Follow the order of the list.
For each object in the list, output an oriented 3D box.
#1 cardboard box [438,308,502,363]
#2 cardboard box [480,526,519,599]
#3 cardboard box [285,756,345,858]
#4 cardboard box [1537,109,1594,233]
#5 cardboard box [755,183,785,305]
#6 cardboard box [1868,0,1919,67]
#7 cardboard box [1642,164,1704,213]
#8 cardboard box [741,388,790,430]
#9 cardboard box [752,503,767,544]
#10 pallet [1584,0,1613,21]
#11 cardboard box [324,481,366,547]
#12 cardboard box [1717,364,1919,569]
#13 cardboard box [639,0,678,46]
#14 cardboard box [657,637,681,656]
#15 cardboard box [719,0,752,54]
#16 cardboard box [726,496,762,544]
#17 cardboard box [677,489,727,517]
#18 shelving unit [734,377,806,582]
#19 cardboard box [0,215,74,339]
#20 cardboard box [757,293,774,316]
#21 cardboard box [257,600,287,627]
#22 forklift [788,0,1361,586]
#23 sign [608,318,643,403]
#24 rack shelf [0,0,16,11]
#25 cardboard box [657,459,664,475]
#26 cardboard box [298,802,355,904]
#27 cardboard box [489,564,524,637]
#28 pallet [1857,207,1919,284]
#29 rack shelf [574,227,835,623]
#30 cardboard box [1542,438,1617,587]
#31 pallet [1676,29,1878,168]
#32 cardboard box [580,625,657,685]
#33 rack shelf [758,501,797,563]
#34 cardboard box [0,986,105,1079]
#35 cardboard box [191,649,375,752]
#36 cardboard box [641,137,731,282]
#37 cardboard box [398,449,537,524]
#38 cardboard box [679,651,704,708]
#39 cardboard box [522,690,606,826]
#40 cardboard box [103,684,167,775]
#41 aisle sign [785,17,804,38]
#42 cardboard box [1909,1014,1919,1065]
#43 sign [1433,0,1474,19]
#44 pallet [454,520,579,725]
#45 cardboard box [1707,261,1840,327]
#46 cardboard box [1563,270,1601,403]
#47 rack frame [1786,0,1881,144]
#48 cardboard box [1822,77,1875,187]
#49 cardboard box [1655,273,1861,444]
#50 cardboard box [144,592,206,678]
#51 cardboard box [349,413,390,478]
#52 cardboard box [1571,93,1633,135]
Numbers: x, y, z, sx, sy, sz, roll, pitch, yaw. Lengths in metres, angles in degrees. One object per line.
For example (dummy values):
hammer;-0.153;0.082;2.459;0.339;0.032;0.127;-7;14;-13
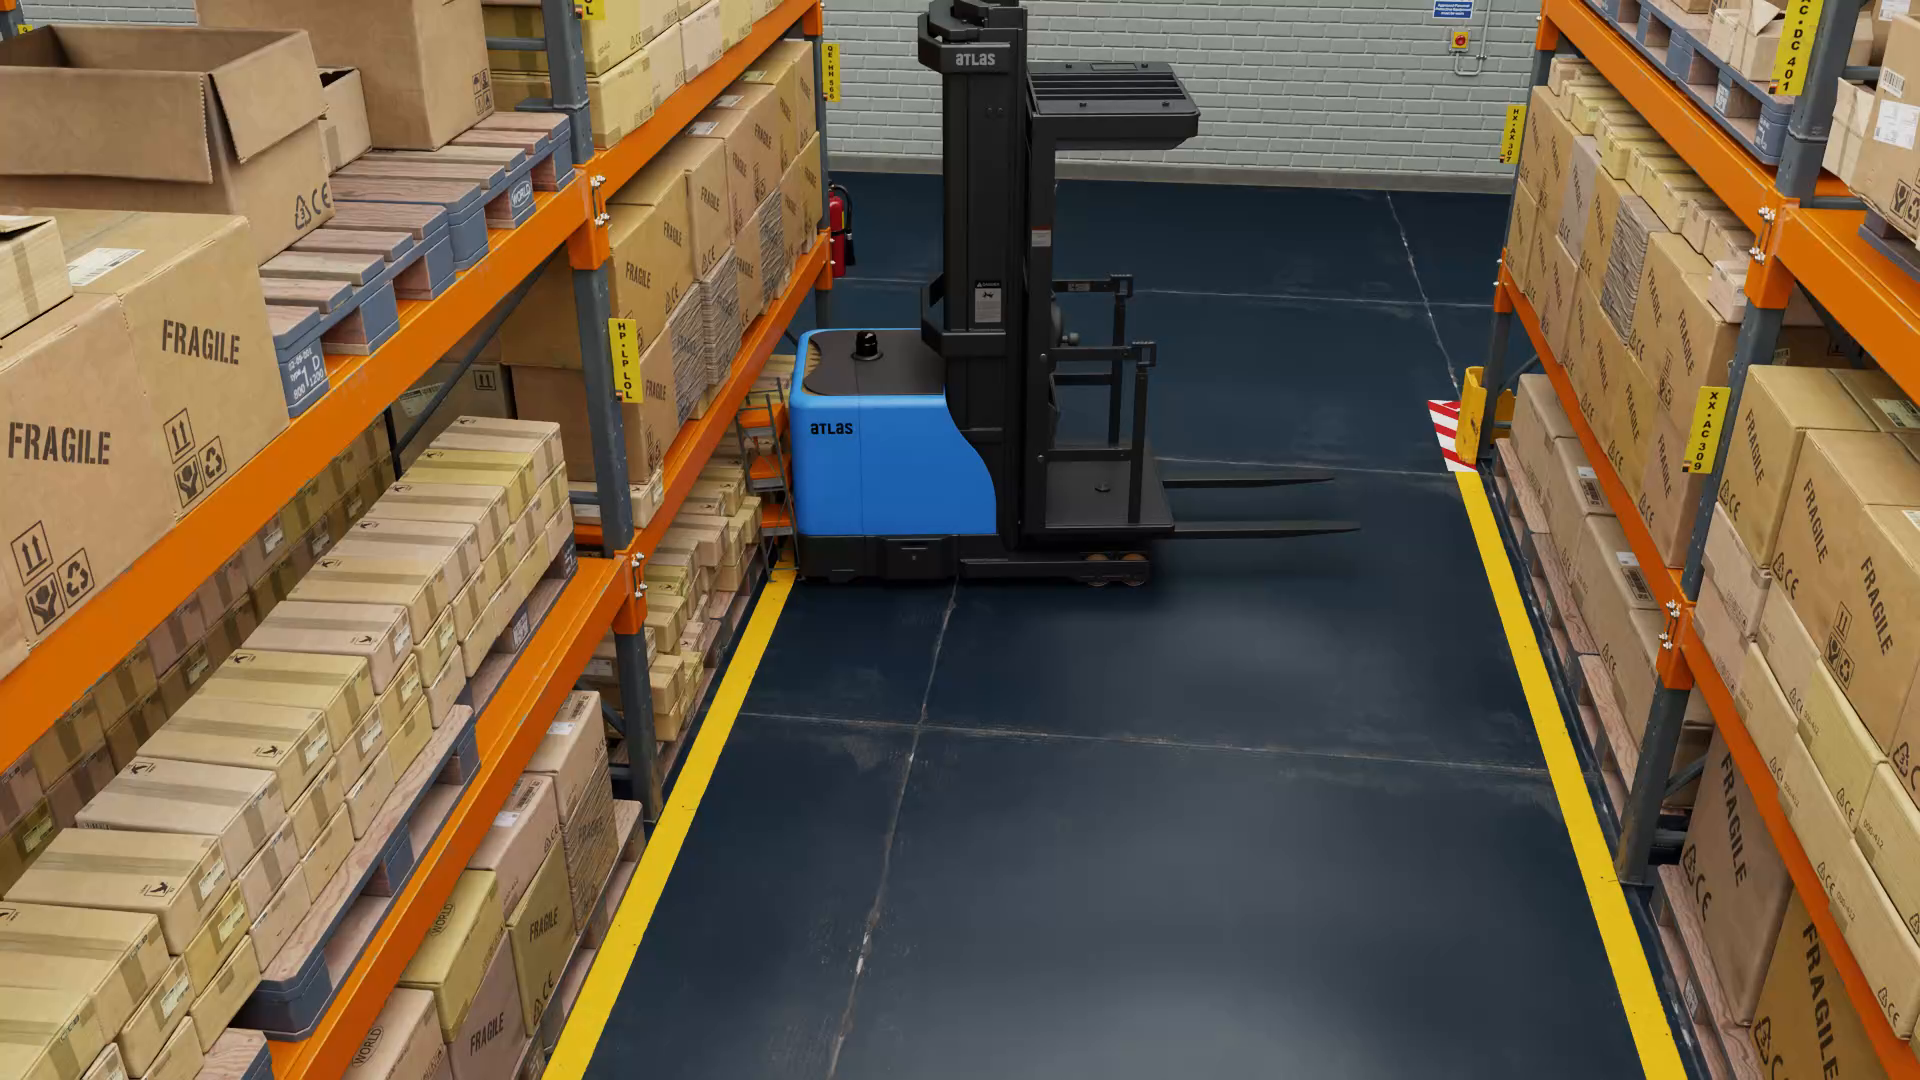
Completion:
cardboard box;-1.983;-1.026;6.519;0.500;0.500;0.500;2;28;4
cardboard box;-1.690;0.060;5.485;0.380;0.149;0.250;5;29;8
cardboard box;-1.848;0.681;4.331;0.380;0.149;0.250;3;28;6
cardboard box;3.245;-1.848;8.359;0.500;0.500;0.500;3;28;5
cardboard box;-1.203;-1.524;8.498;0.500;0.500;0.500;3;29;6
cardboard box;3.433;-1.792;5.598;0.500;0.500;0.500;4;29;7
cardboard box;3.094;-1.466;6.964;0.380;0.149;0.250;3;28;5
cardboard box;-1.089;-0.741;9.398;0.380;0.149;0.250;3;28;5
cardboard box;-1.229;-0.113;8.859;0.380;0.149;0.250;4;29;7
pallet;3.562;-2.749;8.121;1.003;0.211;1.213;3;28;6
cardboard box;-2.307;-0.099;5.779;0.380;0.149;0.250;3;28;5
cardboard box;2.813;-0.228;5.351;0.500;0.500;0.500;4;29;7
cardboard box;-1.410;-2.096;6.446;0.500;0.250;0.500;3;28;6
cardboard box;-1.469;0.489;7.430;0.380;0.149;0.250;4;29;7
cardboard box;-1.251;-2.358;7.459;0.500;0.250;0.500;5;29;8
cardboard box;-1.233;-0.113;8.546;0.380;0.149;0.250;4;29;7
cardboard box;-1.377;-0.136;8.277;0.380;0.149;0.250;2;28;4
shelving unit;-0.971;-0.308;8.683;0.215;1.050;0.252;-4;25;10
cardboard box;-1.884;-0.532;3.001;0.396;0.266;0.258;3;28;6
cardboard box;-1.195;-1.299;8.764;0.380;0.149;0.250;2;28;4
cardboard box;-2.372;0.276;5.396;0.380;0.149;0.250;4;29;7
forklift;0.628;-1.298;8.568;3.031;2.935;1.130;-1;28;-1
sign;-1.221;-0.654;6.080;0.100;0.325;0.005;3;28;6
rack shelf;-6.438;-2.455;8.241;1.077;0.370;4.000;3;28;6
cardboard box;-1.455;-0.304;6.917;0.380;0.149;0.250;4;29;8
cardboard box;-1.847;0.811;4.404;0.380;0.149;0.250;4;29;7
cardboard box;-1.689;0.189;5.558;0.380;0.149;0.250;3;28;6
pallet;3.089;-0.736;4.493;0.805;0.209;1.217;2;28;4
rack shelf;-1.528;-0.799;8.329;1.077;0.370;4.000;3;28;6
cardboard box;3.557;-0.126;8.580;0.875;0.438;0.875;4;29;8
pallet;3.263;-1.600;5.989;1.003;0.211;1.213;3;28;6
cardboard box;-1.525;0.484;7.125;0.380;0.149;0.250;4;29;8
rack shelf;-0.931;-0.049;8.804;0.215;0.259;0.240;-4;25;10
cardboard box;-1.984;1.039;3.353;0.380;0.149;0.250;3;28;5
cardboard box;-1.820;0.430;4.484;0.380;0.149;0.250;3;28;5
cardboard box;-1.335;-1.468;7.339;0.500;0.500;0.500;4;29;7
cardboard box;-1.660;-0.184;5.623;0.380;0.149;0.250;3;28;5
cardboard box;-1.377;0.618;7.503;0.380;0.149;0.250;4;29;8
cardboard box;-1.613;0.776;6.048;0.500;0.250;0.500;3;28;5
cardboard box;-2.467;0.515;4.639;0.380;0.149;0.250;3;28;5
aisle sign;-0.976;-3.219;9.321;0.394;0.787;0.004;3;28;6
cardboard box;2.591;1.284;3.862;0.500;0.250;0.500;3;28;6
sign;4.270;-4.623;14.384;0.327;0.218;0.001;3;28;6
pallet;-2.011;0.261;5.804;1.003;0.211;1.213;3;28;6
cardboard box;2.874;-0.867;5.854;0.380;0.149;0.250;3;28;5
cardboard box;3.139;-0.937;7.721;0.500;0.500;0.500;4;29;8
rack frame;3.152;-2.575;4.542;1.000;3.000;0.127;3;28;6
cardboard box;2.744;-1.165;4.787;0.396;0.266;0.258;3;28;6
cardboard box;2.936;-0.657;6.147;0.500;0.500;0.500;3;28;6
cardboard box;-2.435;0.257;4.805;0.380;0.149;0.250;4;29;8
cardboard box;-2.277;-0.352;5.935;0.380;0.149;0.250;5;29;9
cardboard box;3.203;-2.068;8.082;0.380;0.149;0.250;2;28;5
